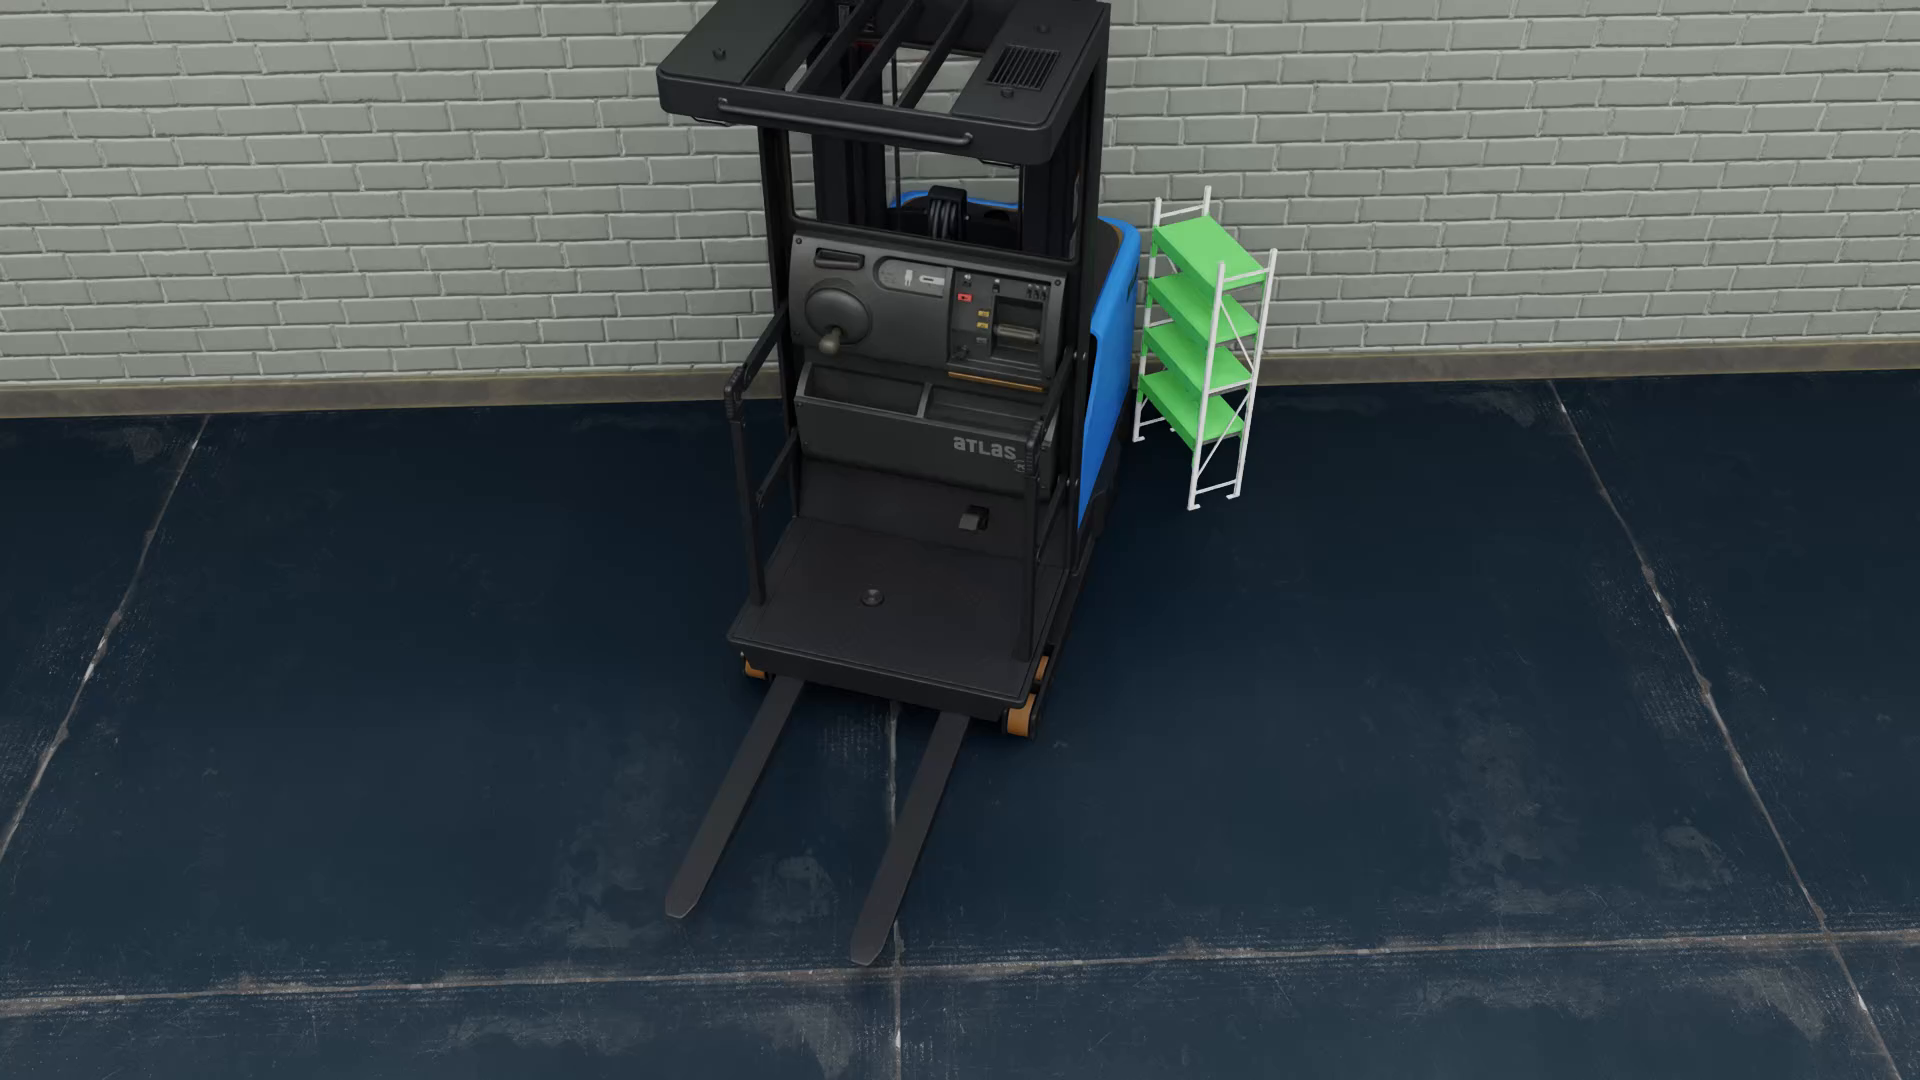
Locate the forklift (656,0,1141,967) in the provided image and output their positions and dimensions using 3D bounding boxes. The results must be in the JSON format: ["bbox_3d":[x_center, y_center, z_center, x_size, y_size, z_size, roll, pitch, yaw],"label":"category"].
[{"bbox_3d":[-0.174,-0.675,5.318,1.130,2.935,3.031,11,44,12],"label":"forklift"}]

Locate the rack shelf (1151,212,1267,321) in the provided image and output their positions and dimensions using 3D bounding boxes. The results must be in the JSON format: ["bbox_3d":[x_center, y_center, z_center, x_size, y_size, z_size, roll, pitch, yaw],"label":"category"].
[{"bbox_3d":[0.962,-1.059,6.400,0.258,0.148,0.480,-16,45,-17],"label":"rack shelf"}]

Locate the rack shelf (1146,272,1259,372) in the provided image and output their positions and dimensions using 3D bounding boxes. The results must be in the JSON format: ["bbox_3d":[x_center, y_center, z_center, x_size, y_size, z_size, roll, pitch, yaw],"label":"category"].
[{"bbox_3d":[0.961,-0.882,6.562,0.258,0.148,0.480,-16,45,-17],"label":"rack shelf"}]

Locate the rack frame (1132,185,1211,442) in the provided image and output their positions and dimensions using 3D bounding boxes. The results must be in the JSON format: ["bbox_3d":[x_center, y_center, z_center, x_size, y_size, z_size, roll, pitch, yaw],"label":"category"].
[{"bbox_3d":[0.863,-0.903,6.846,0.240,1.200,0.015,-16,45,-17],"label":"rack frame"}]

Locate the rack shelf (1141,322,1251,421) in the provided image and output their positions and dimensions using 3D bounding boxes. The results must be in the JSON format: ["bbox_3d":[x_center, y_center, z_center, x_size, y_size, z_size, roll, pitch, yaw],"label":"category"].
[{"bbox_3d":[0.960,-0.704,6.724,0.258,0.148,0.480,-16,45,-17],"label":"rack shelf"}]

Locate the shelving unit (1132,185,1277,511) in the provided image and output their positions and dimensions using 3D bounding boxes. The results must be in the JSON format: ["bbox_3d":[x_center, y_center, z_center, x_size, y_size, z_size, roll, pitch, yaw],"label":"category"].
[{"bbox_3d":[0.960,-0.752,6.681,0.258,1.200,0.503,-16,45,-17],"label":"shelving unit"}]

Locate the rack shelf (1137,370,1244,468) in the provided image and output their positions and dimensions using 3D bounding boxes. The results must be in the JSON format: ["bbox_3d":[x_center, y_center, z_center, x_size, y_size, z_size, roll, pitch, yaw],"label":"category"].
[{"bbox_3d":[0.959,-0.527,6.886,0.258,0.148,0.480,-16,45,-17],"label":"rack shelf"}]

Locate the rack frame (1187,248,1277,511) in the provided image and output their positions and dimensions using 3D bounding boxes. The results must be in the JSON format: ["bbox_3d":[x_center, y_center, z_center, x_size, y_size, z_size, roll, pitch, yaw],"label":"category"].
[{"bbox_3d":[1.057,-0.600,6.516,0.240,1.200,0.015,-16,45,-17],"label":"rack frame"}]
